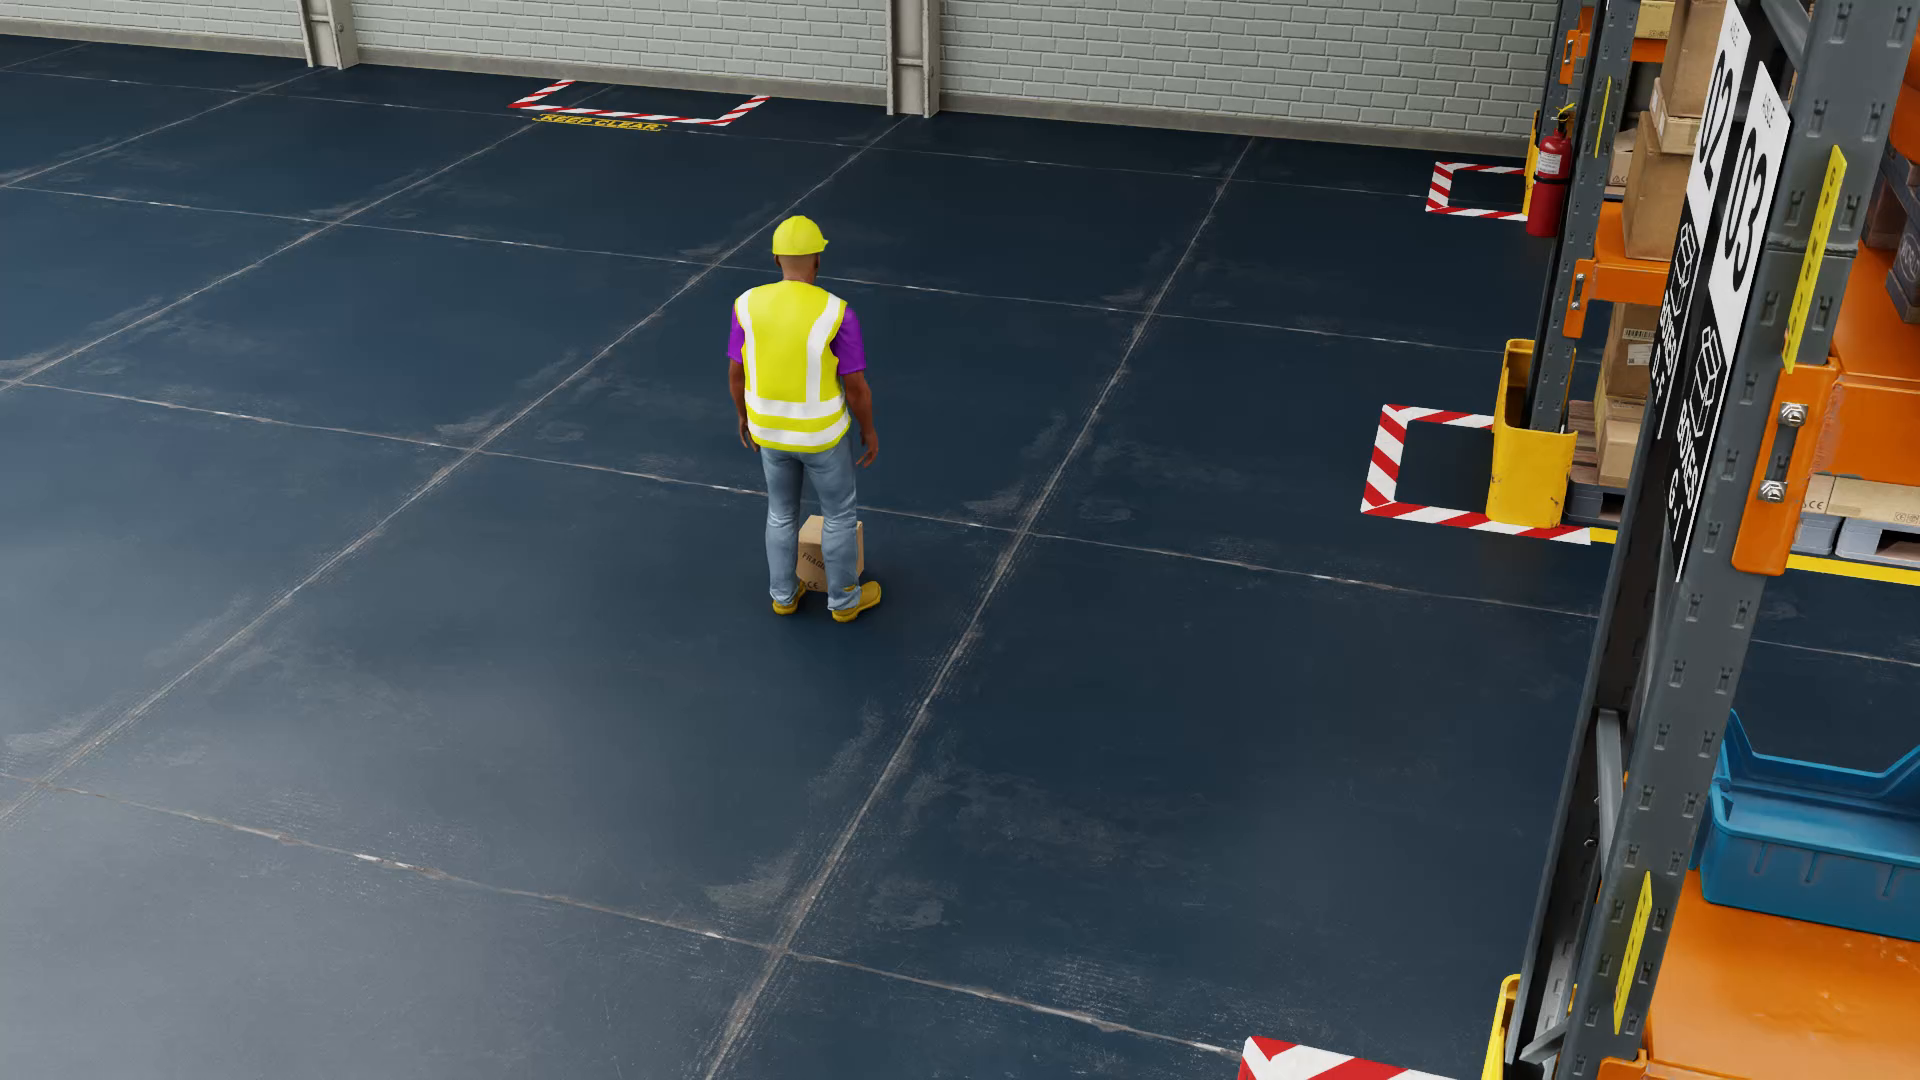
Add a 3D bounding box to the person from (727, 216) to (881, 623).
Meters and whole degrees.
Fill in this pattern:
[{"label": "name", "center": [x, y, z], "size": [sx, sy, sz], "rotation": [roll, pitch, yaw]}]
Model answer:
[{"label": "person", "center": [-0.647, -0.483, 6.977], "size": [0.628, 1.761, 0.458], "rotation": [9, 30, 15]}]
